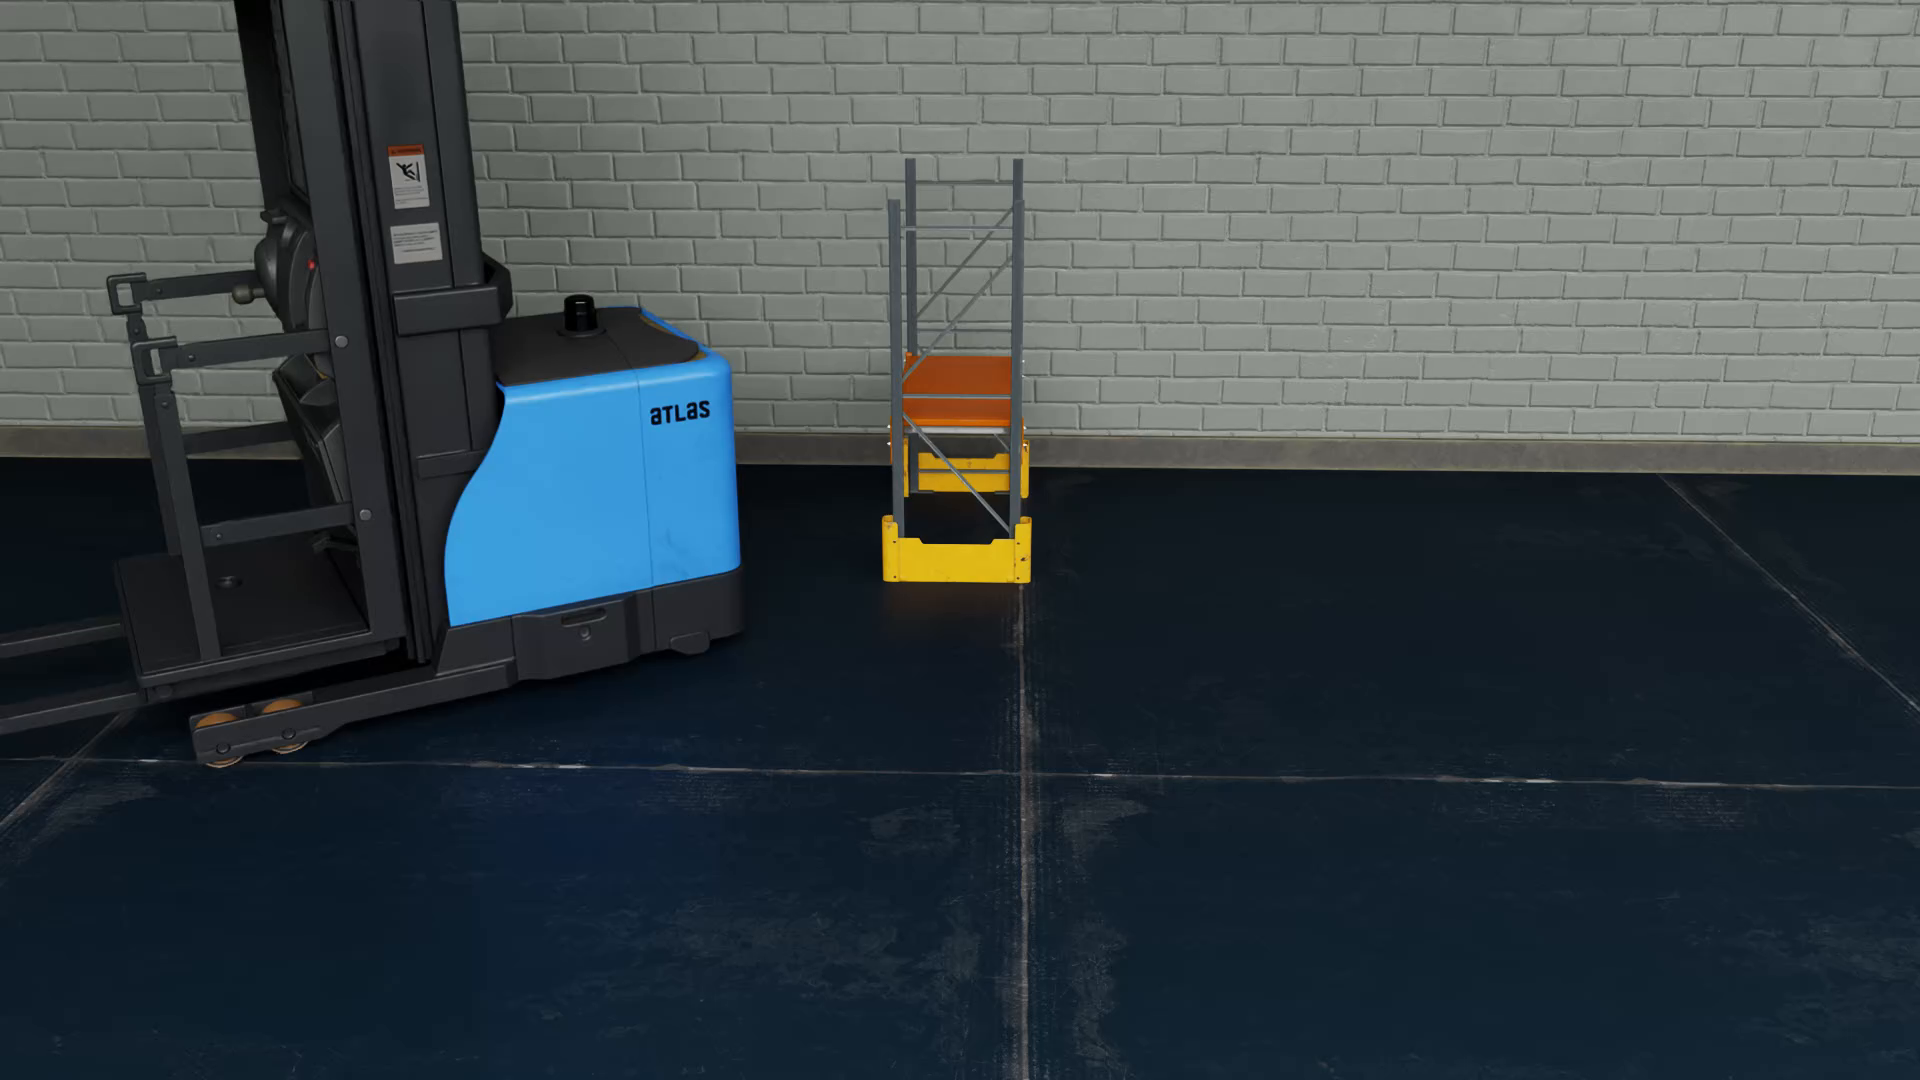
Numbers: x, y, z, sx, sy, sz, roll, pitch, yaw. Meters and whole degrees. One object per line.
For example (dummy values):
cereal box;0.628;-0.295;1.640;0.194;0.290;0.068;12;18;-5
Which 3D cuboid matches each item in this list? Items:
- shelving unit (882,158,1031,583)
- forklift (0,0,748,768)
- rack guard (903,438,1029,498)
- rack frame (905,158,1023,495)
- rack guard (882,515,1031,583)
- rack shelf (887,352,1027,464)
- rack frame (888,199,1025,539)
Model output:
shelving unit;0.002;-0.727;6.829;0.587;1.500;1.083;1;21;2
forklift;-2.309;-0.873;5.228;3.031;2.935;1.130;-11;24;-27
rack guard;0.017;-0.324;7.519;0.587;0.250;0.087;1;21;2
rack frame;0.018;-0.914;7.311;0.500;1.500;0.032;1;21;2
rack guard;-0.013;0.036;6.591;0.587;0.250;0.087;1;21;2
rack shelf;0.003;-0.562;6.902;0.538;0.185;1.000;1;21;2
rack frame;-0.013;-0.546;6.363;0.500;1.500;0.032;1;21;2
